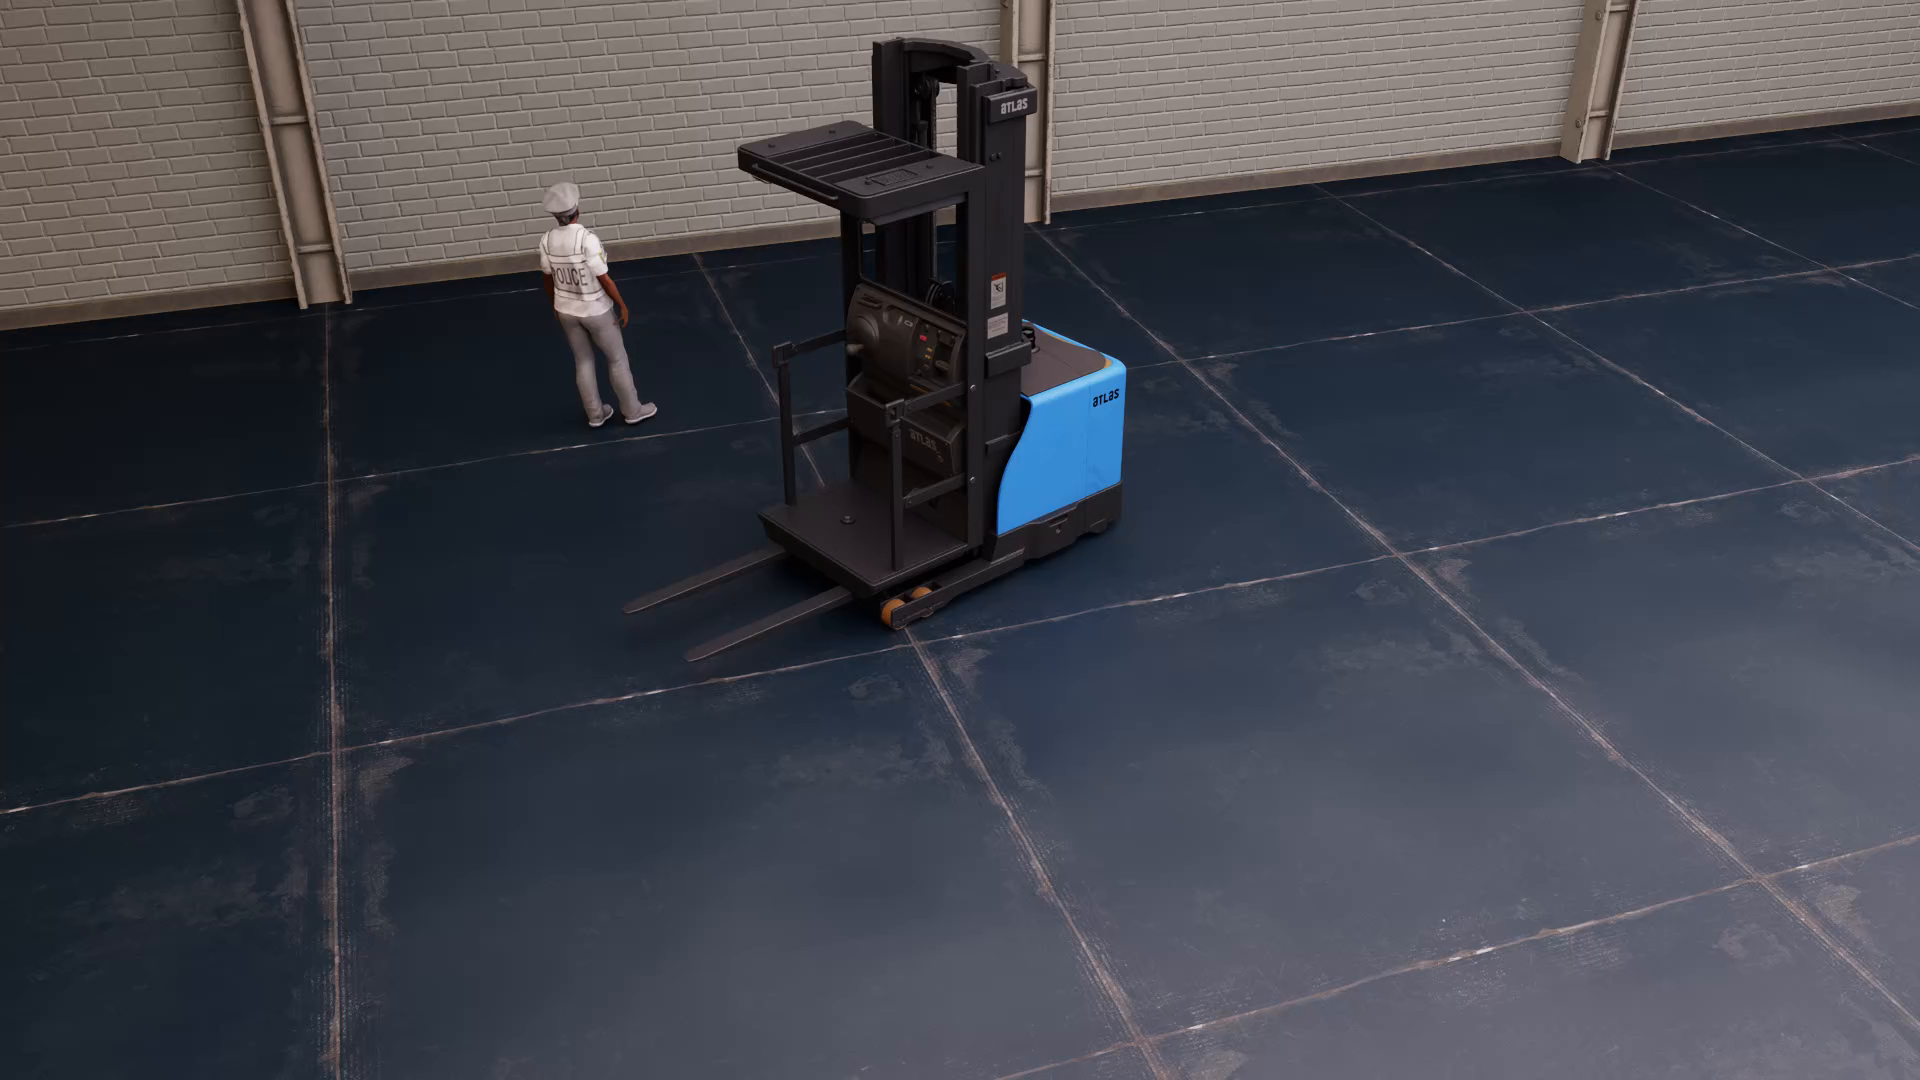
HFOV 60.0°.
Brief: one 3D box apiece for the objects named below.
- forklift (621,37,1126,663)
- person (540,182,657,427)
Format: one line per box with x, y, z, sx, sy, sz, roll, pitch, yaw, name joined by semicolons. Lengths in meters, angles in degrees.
-0.461;-1.072;8.951;3.031;2.935;1.130;-23;37;-34;forklift
-2.434;-1.556;11.016;0.568;1.695;0.531;9;31;15;person
